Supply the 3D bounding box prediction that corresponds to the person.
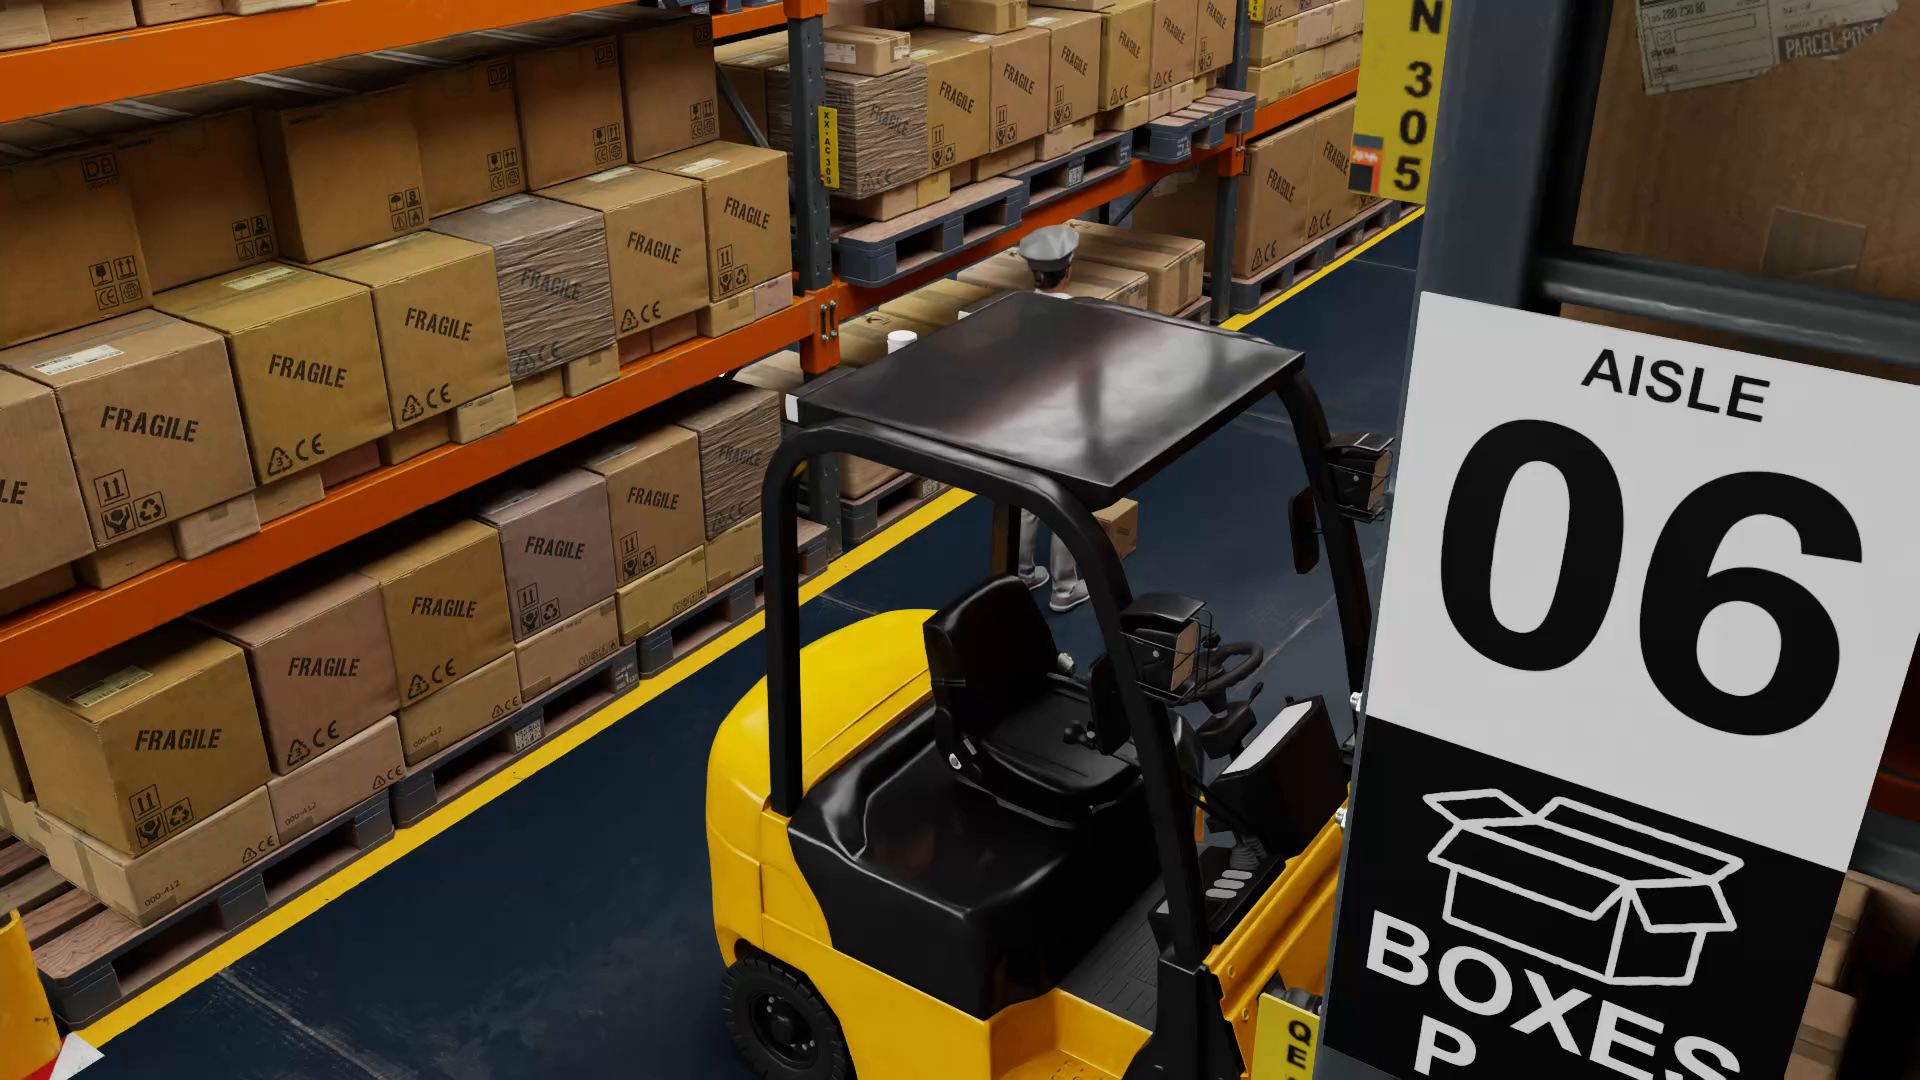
[{"bbox_3d":[0.385,-0.509,7.099,0.466,1.680,0.340,18,32,31],"label":"person"}]
